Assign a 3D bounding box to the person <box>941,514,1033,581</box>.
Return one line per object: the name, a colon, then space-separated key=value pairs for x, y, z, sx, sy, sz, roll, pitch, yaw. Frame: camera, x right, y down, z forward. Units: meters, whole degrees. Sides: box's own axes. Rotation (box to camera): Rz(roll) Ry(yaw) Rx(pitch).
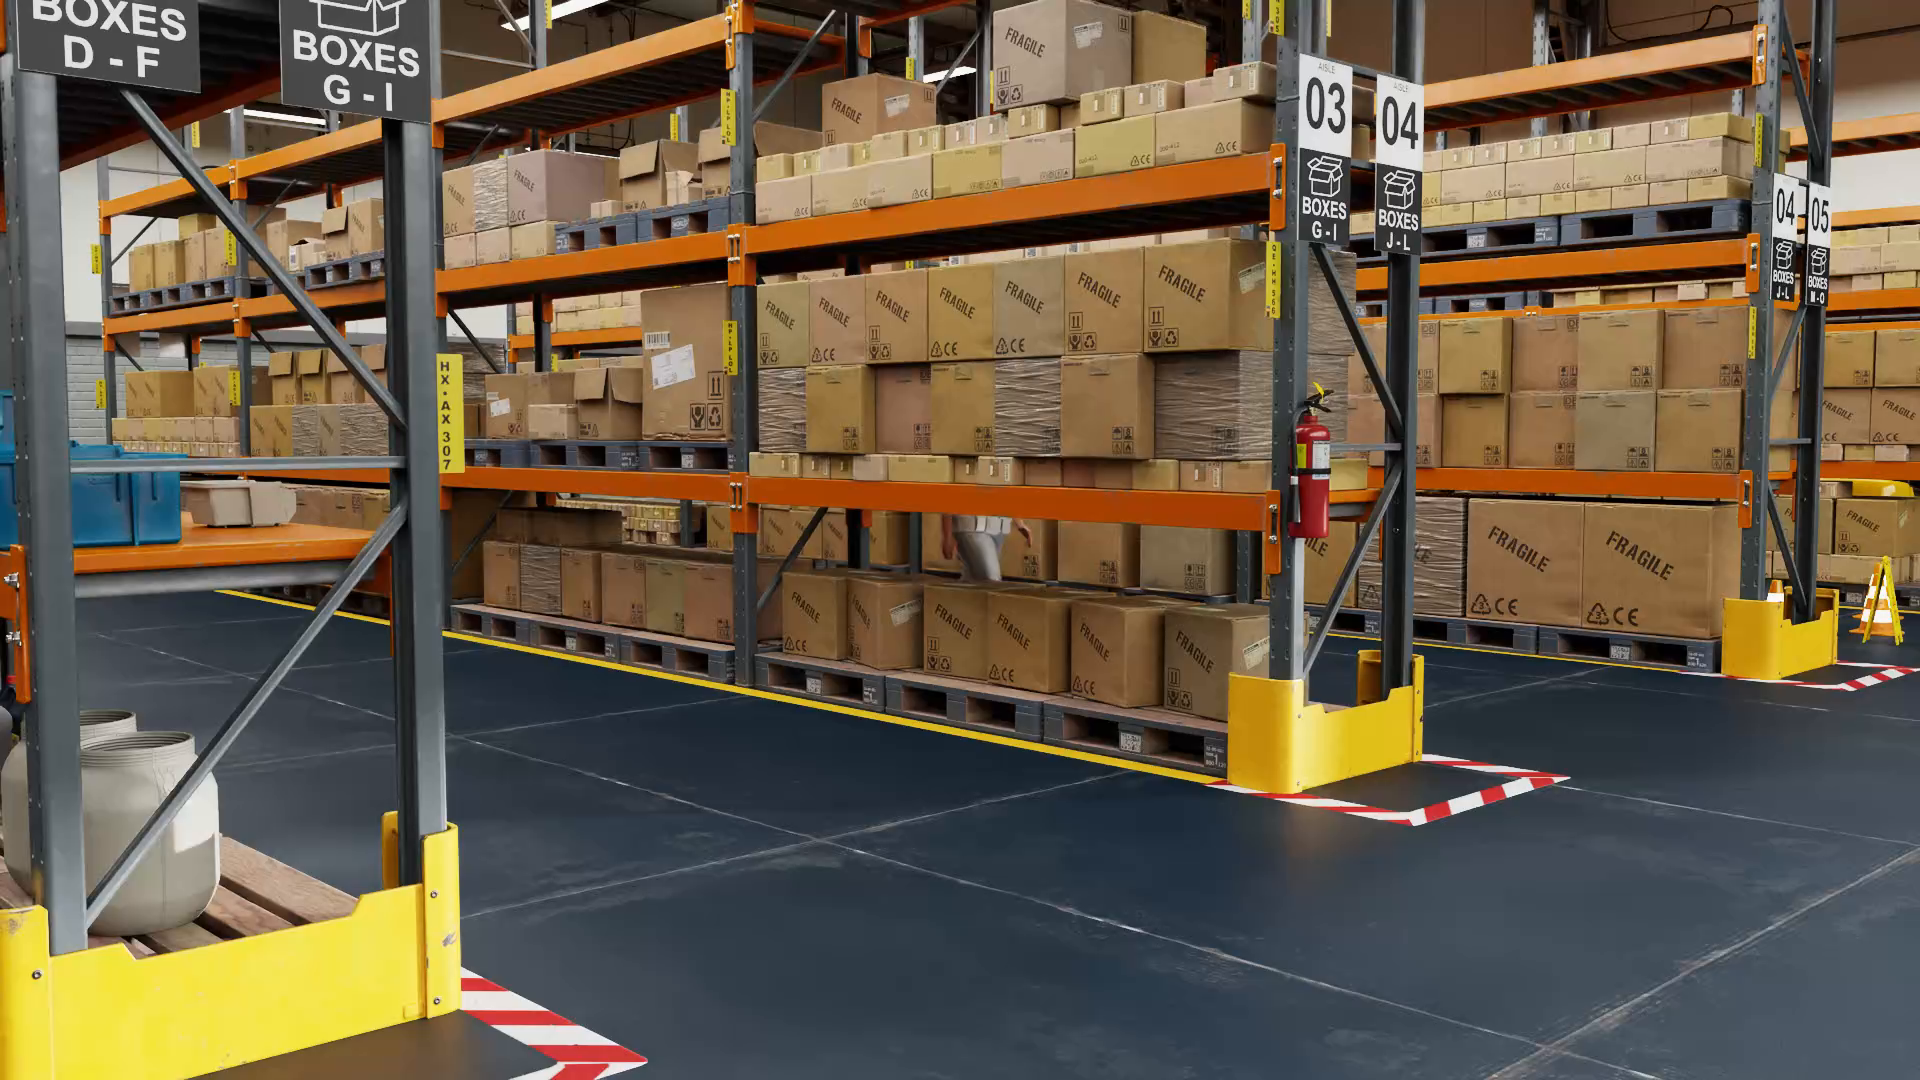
person: x=0.203 y=-0.081 z=11.593 sx=1.062 sy=1.710 sz=0.545 roll=3 pitch=5 yaw=40
